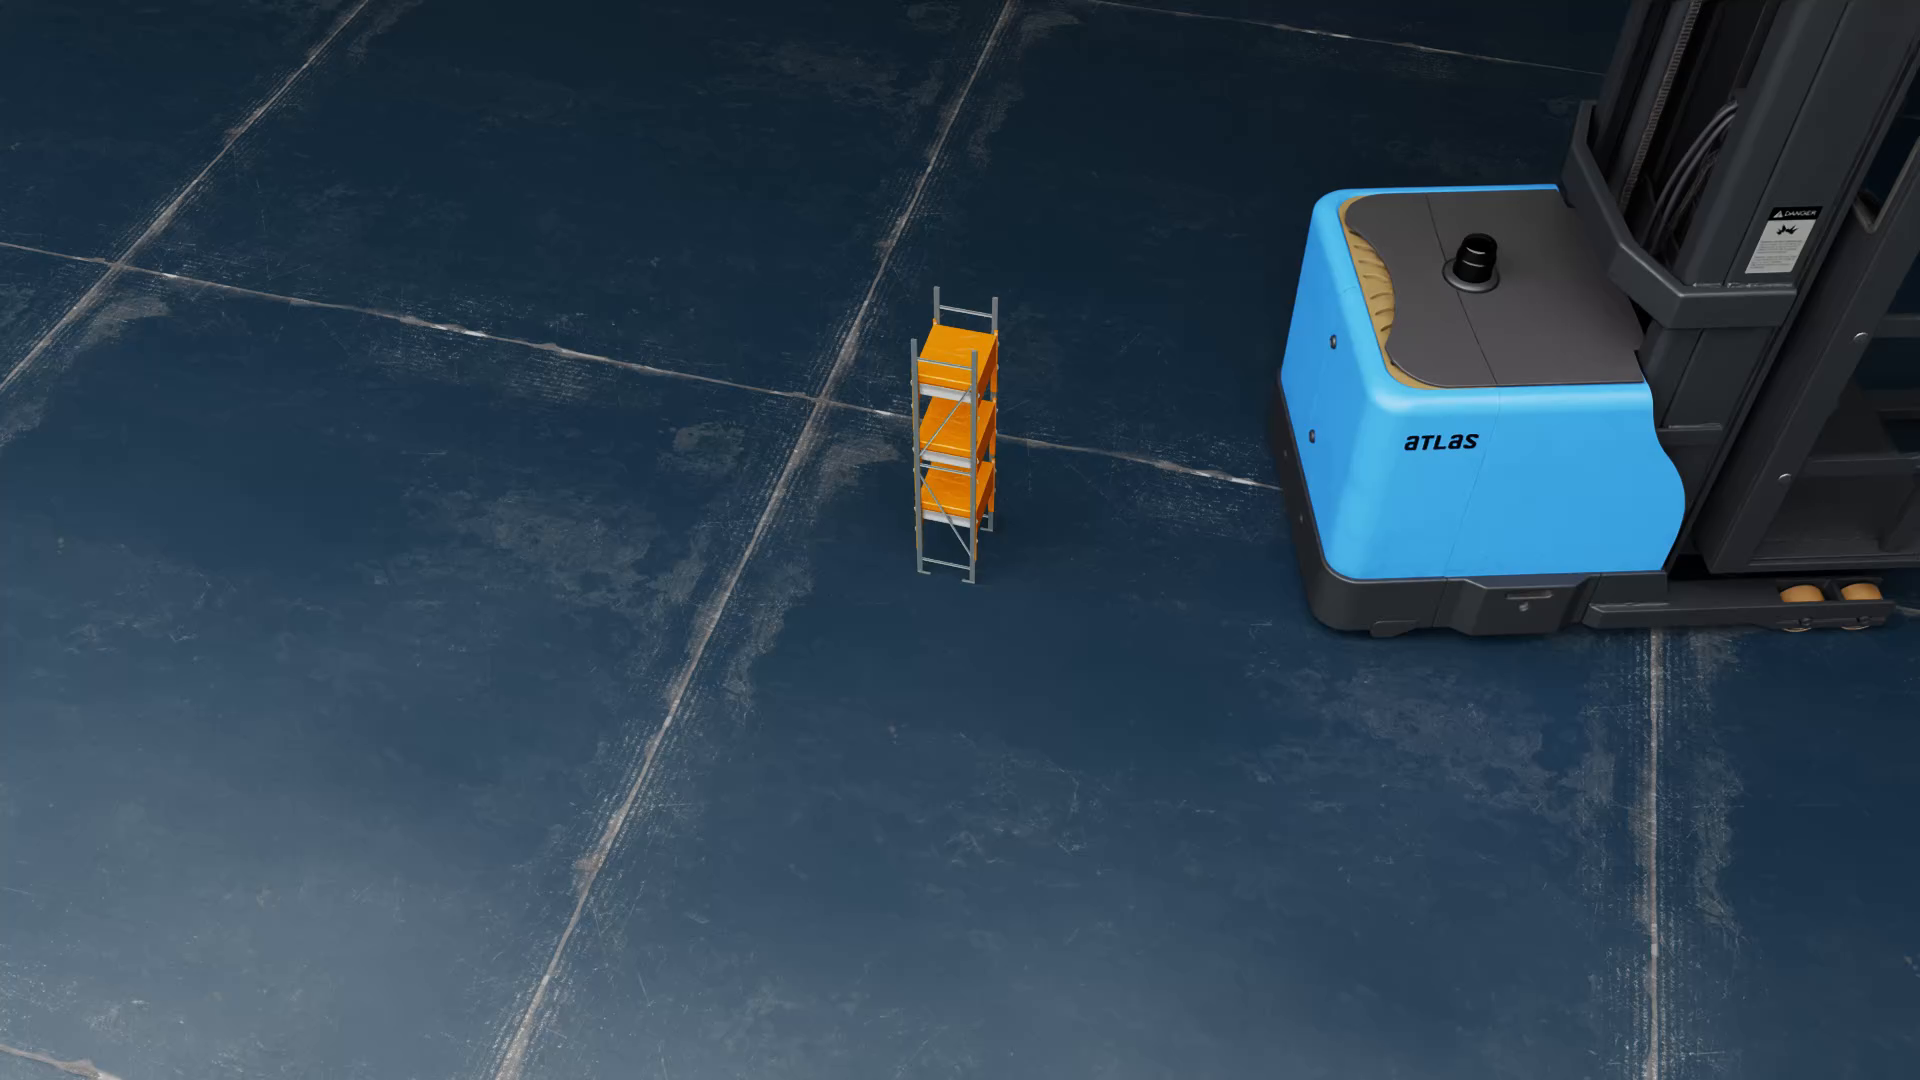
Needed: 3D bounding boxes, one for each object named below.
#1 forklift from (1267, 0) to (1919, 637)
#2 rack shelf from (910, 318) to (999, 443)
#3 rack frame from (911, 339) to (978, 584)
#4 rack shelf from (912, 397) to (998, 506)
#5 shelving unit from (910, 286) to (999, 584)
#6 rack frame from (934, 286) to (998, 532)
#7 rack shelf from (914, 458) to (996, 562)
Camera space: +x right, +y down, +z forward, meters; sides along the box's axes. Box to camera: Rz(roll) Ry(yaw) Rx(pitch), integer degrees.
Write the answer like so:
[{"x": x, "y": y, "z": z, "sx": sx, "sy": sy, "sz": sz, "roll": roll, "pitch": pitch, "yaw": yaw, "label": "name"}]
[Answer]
[{"x": 2.644, "y": -1.066, "z": 4.736, "sx": 3.031, "sy": 2.935, "sz": 1.130, "roll": -2, "pitch": 49, "yaw": -2, "label": "forklift"}, {"x": -0.014, "y": -0.489, "z": 5.117, "sx": 0.215, "sy": 0.259, "sz": 0.240, "roll": 12, "pitch": 50, "yaw": 10, "label": "rack shelf"}, {"x": -0.046, "y": -0.220, "z": 5.244, "sx": 0.200, "sy": 1.050, "sz": 0.008, "roll": 12, "pitch": 50, "yaw": 10, "label": "rack frame"}, {"x": -0.014, "y": -0.302, "z": 5.330, "sx": 0.215, "sy": 0.259, "sz": 0.240, "roll": 12, "pitch": 50, "yaw": 10, "label": "rack shelf"}, {"x": -0.014, "y": -0.309, "z": 5.322, "sx": 0.215, "sy": 1.050, "sz": 0.252, "roll": 12, "pitch": 50, "yaw": 10, "label": "shelving unit"}, {"x": 0.018, "y": -0.397, "z": 5.400, "sx": 0.200, "sy": 1.050, "sz": 0.008, "roll": 12, "pitch": 50, "yaw": 10, "label": "rack frame"}, {"x": -0.014, "y": -0.118, "z": 5.539, "sx": 0.215, "sy": 0.259, "sz": 0.240, "roll": 12, "pitch": 50, "yaw": 10, "label": "rack shelf"}]
